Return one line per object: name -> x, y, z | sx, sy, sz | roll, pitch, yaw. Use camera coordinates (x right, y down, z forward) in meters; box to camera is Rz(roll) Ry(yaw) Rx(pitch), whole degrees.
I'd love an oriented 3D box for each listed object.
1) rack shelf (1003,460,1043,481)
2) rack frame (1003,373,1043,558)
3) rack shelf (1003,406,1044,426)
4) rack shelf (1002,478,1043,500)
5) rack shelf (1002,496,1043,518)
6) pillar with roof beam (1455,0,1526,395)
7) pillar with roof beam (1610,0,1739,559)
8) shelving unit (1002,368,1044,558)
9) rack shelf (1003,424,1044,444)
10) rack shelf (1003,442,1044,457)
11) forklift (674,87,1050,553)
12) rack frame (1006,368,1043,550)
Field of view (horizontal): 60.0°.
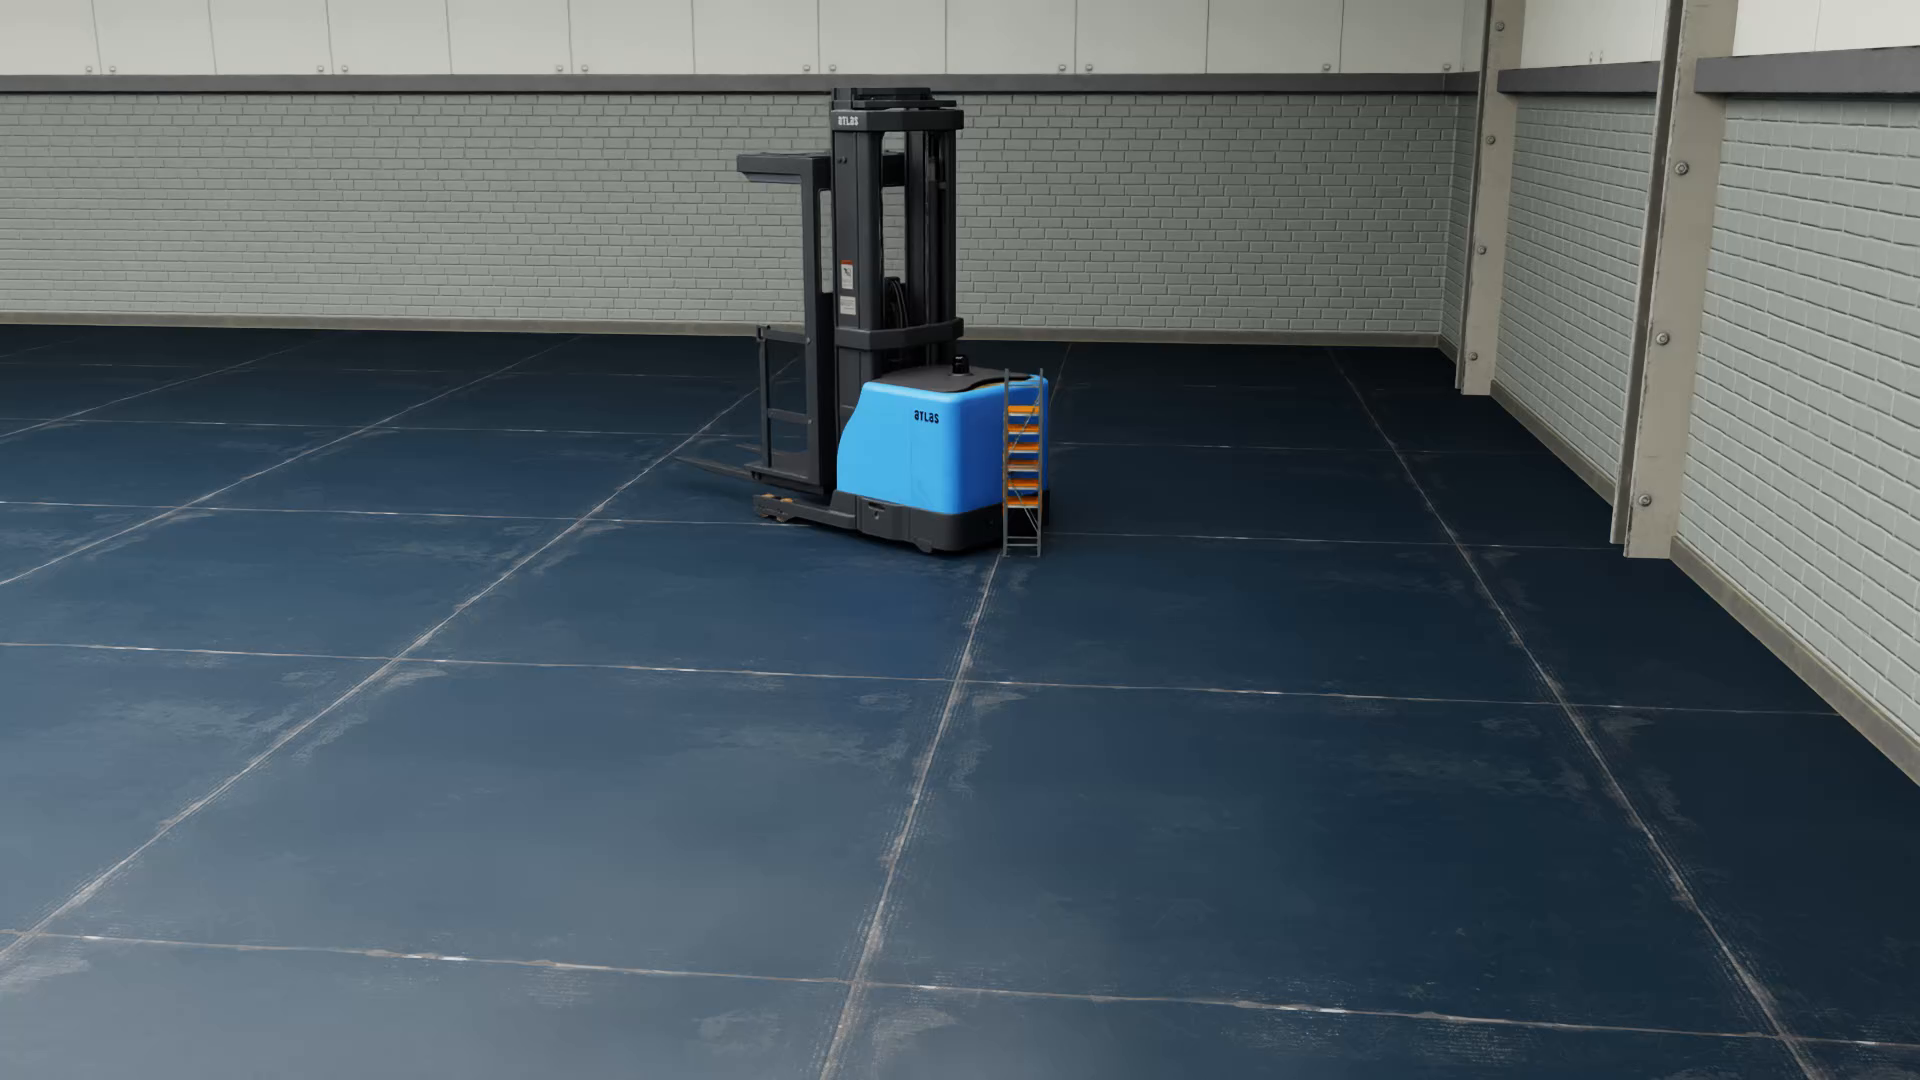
rack shelf -> 0.406, -0.449, 10.694 | 0.258, 0.103, 0.180 | 1, 15, 3
rack frame -> 0.400, -0.468, 10.594 | 0.240, 1.200, 0.006 | 1, 15, 3
rack shelf -> 0.406, -0.797, 10.600 | 0.258, 0.103, 0.180 | 1, 15, 3
rack shelf -> 0.405, -0.333, 10.725 | 0.258, 0.103, 0.180 | 1, 15, 3
rack shelf -> 0.405, -0.217, 10.757 | 0.258, 0.103, 0.180 | 1, 15, 3
pillar with roof beam -> 0.878, -5.962, 15.972 | 9.100, 9.000, 0.400 | 2, 15, 6
pillar with roof beam -> 0.201, -4.406, 10.217 | 9.100, 9.000, 0.400 | 2, 15, 6
shelving unit -> 0.406, -0.492, 10.682 | 0.258, 1.200, 0.189 | 1, 15, 3
rack shelf -> 0.406, -0.681, 10.631 | 0.258, 0.103, 0.180 | 1, 15, 3
rack shelf -> 0.406, -0.565, 10.663 | 0.258, 0.103, 0.180 | 1, 15, 3
forklift -> -0.825, -1.629, 11.573 | 3.031, 2.935, 1.130 | 13, 20, 40
rack frame -> 0.411, -0.516, 10.771 | 0.240, 1.200, 0.006 | 1, 15, 3
